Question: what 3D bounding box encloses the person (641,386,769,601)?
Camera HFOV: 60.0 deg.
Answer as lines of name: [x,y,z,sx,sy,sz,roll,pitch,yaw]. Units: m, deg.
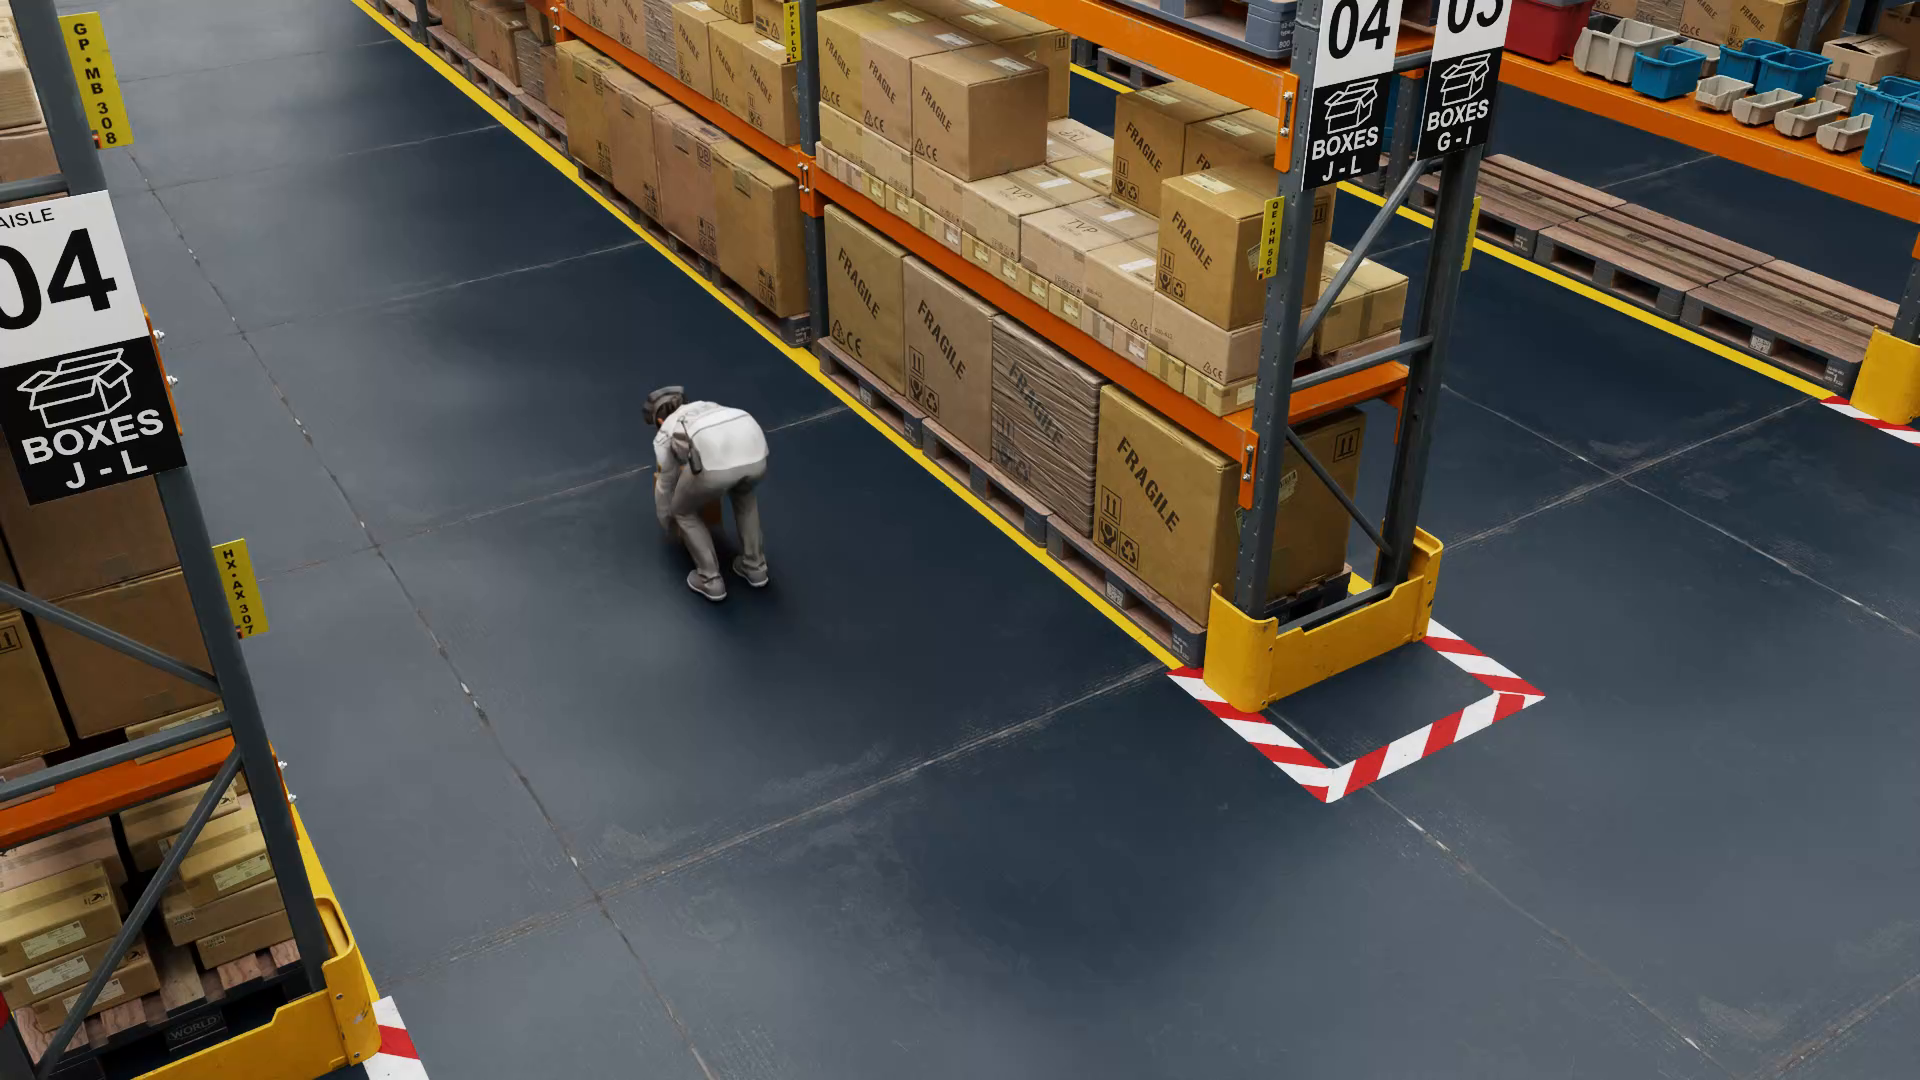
person: [-1.259,-0.271,8.200,0.445,0.972,0.901,-21,38,-29]
